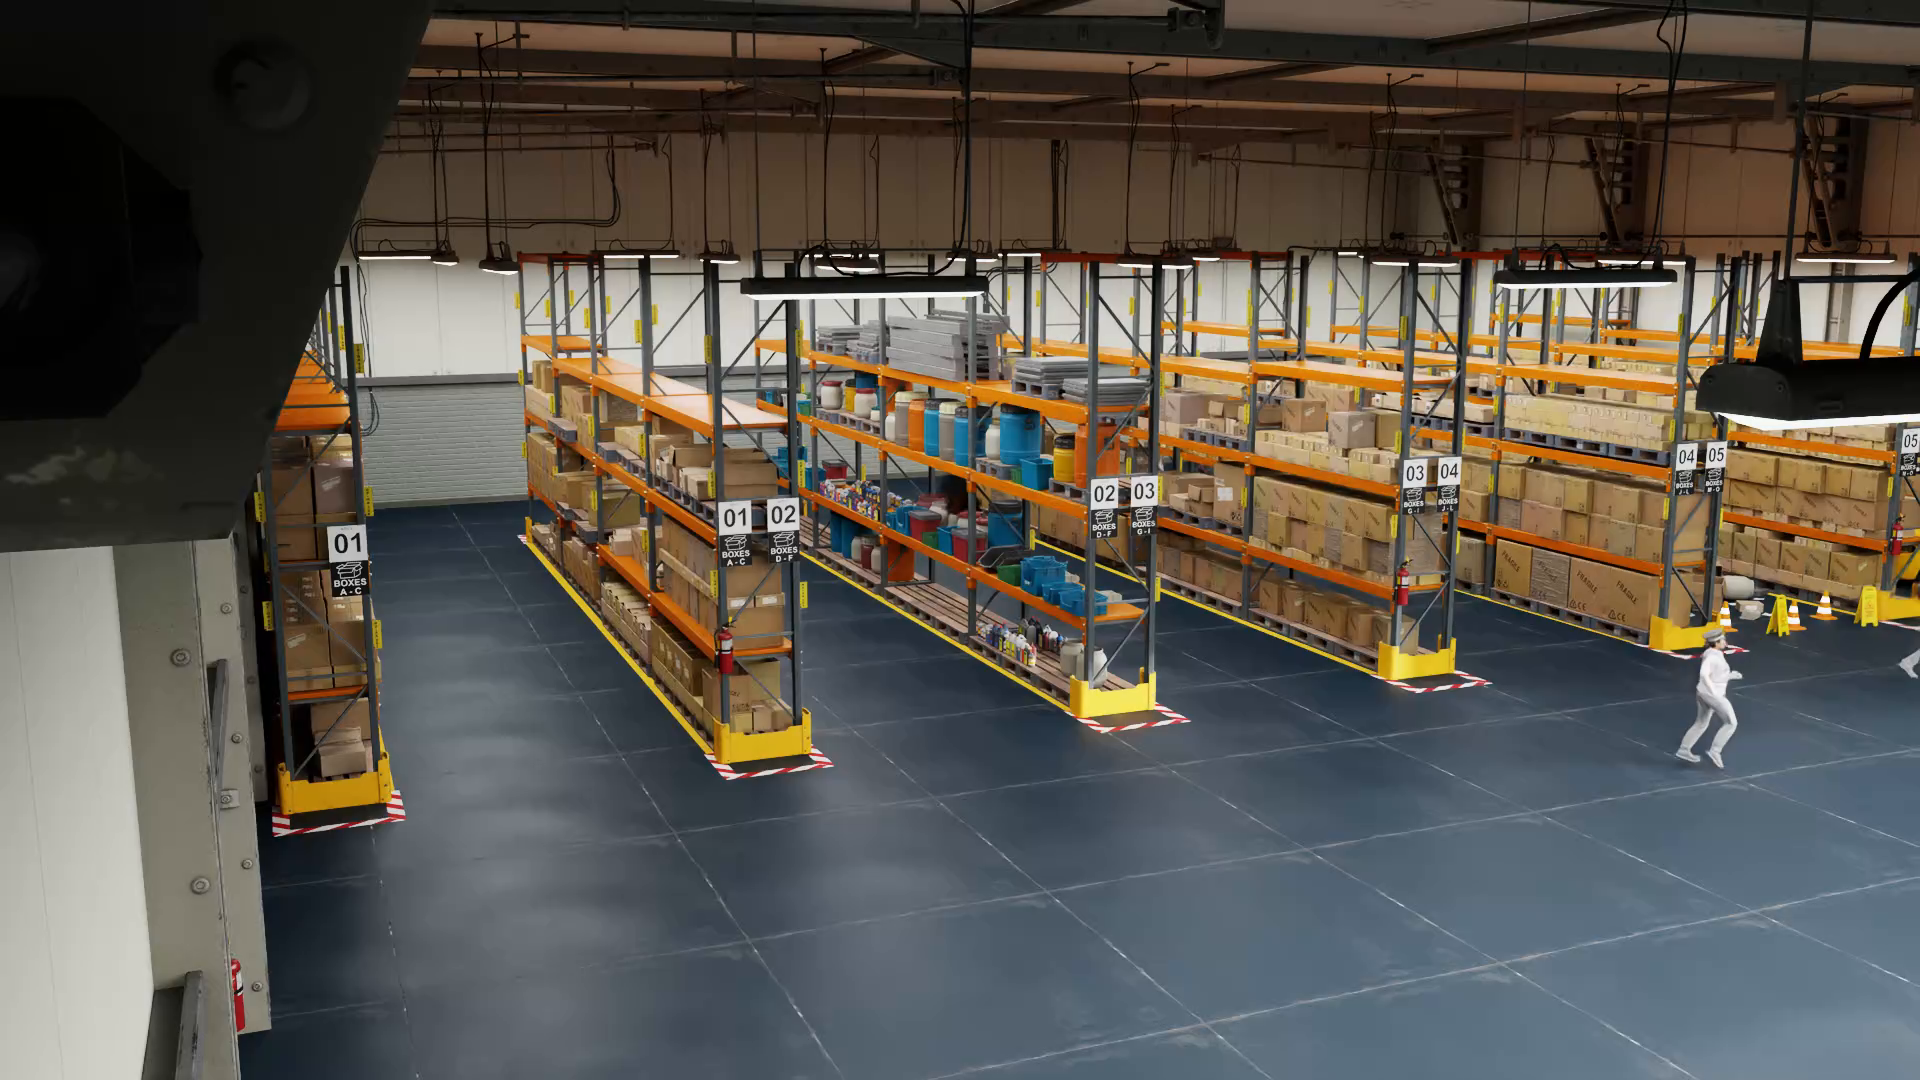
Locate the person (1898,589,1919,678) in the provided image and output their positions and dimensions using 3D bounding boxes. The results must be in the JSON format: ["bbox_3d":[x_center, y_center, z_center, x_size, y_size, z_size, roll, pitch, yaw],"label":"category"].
[{"bbox_3d":[13.967,1.161,23.653,0.965,1.748,0.703,4,11,19],"label":"person"}]

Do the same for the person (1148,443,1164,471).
[{"bbox_3d":[4.332,-1.356,37.795,0.723,1.664,0.858,-4,11,-21],"label":"person"}]

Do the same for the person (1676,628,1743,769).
[{"bbox_3d":[9.049,1.903,20.007,0.715,1.732,0.588,1,10,5],"label":"person"}]

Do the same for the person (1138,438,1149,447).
[{"bbox_3d":[4.545,-1.962,41.208,0.716,1.612,0.579,-6,12,-29],"label":"person"}]

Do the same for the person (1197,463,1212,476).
[{"bbox_3d":[6.244,-2.166,42.163,0.619,1.677,0.672,-3,11,-18],"label":"person"}]
